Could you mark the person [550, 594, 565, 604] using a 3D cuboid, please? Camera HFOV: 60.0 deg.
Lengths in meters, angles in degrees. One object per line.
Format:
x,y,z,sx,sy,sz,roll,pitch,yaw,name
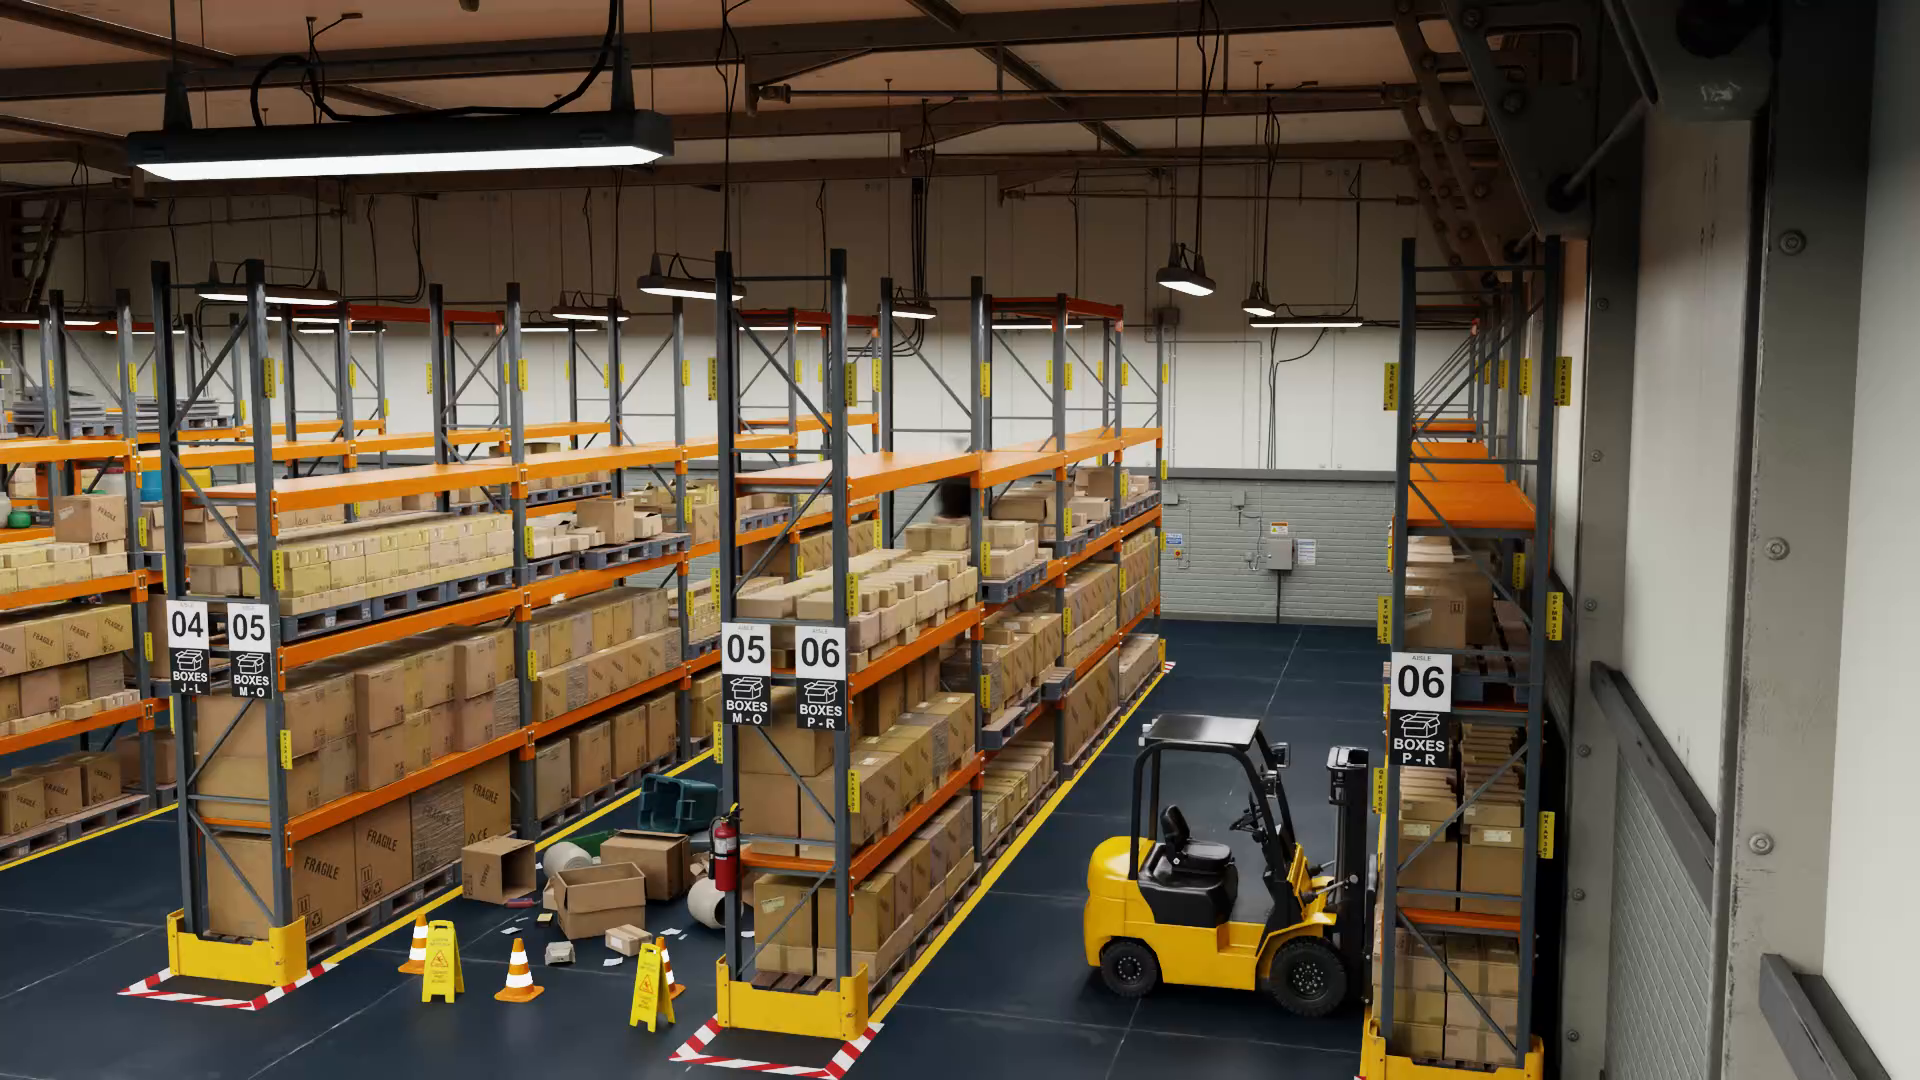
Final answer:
-6.195,1.589,26.271,0.671,1.598,0.898,0,6,-2,person
